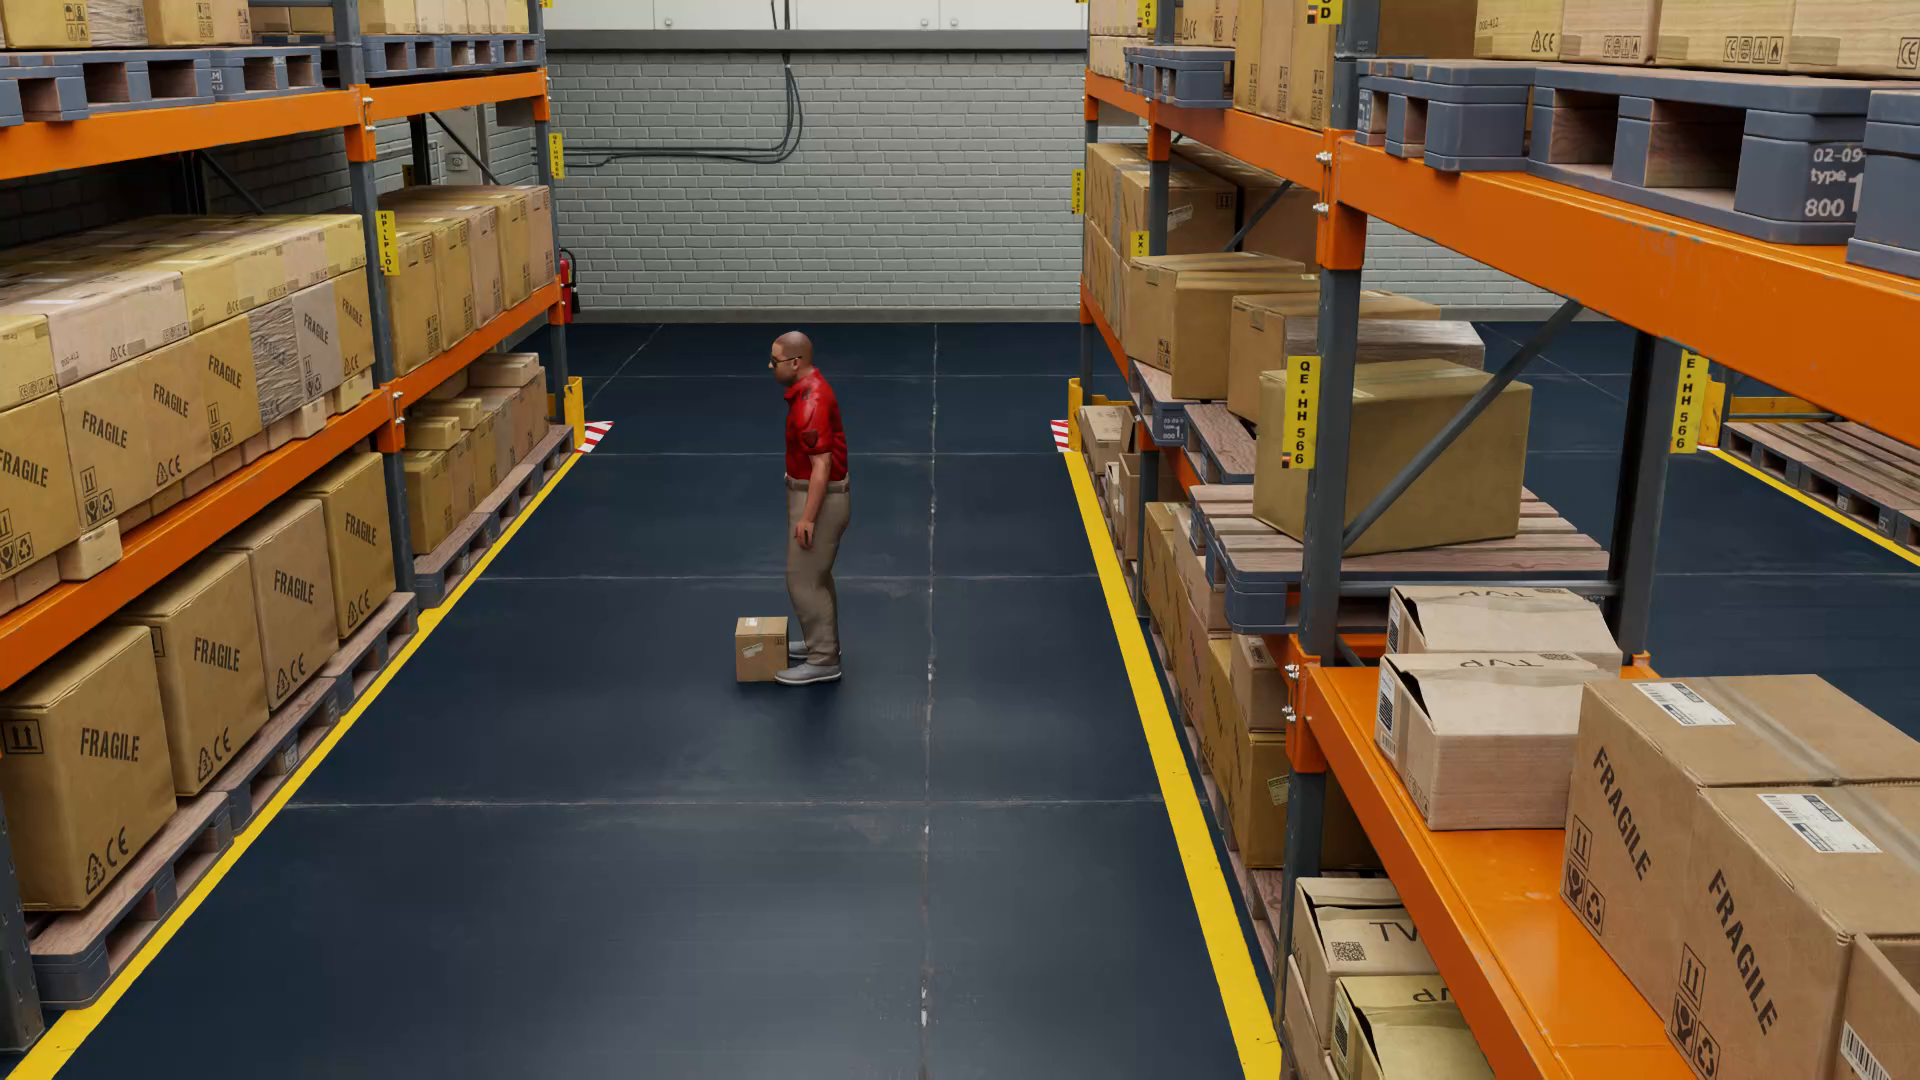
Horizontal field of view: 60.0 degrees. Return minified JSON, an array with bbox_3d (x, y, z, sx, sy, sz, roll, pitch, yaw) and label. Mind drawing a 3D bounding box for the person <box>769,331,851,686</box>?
[{"bbox_3d":[-0.732,-0.165,8.107,0.389,1.726,0.605,-1,17,-4],"label":"person"}]
